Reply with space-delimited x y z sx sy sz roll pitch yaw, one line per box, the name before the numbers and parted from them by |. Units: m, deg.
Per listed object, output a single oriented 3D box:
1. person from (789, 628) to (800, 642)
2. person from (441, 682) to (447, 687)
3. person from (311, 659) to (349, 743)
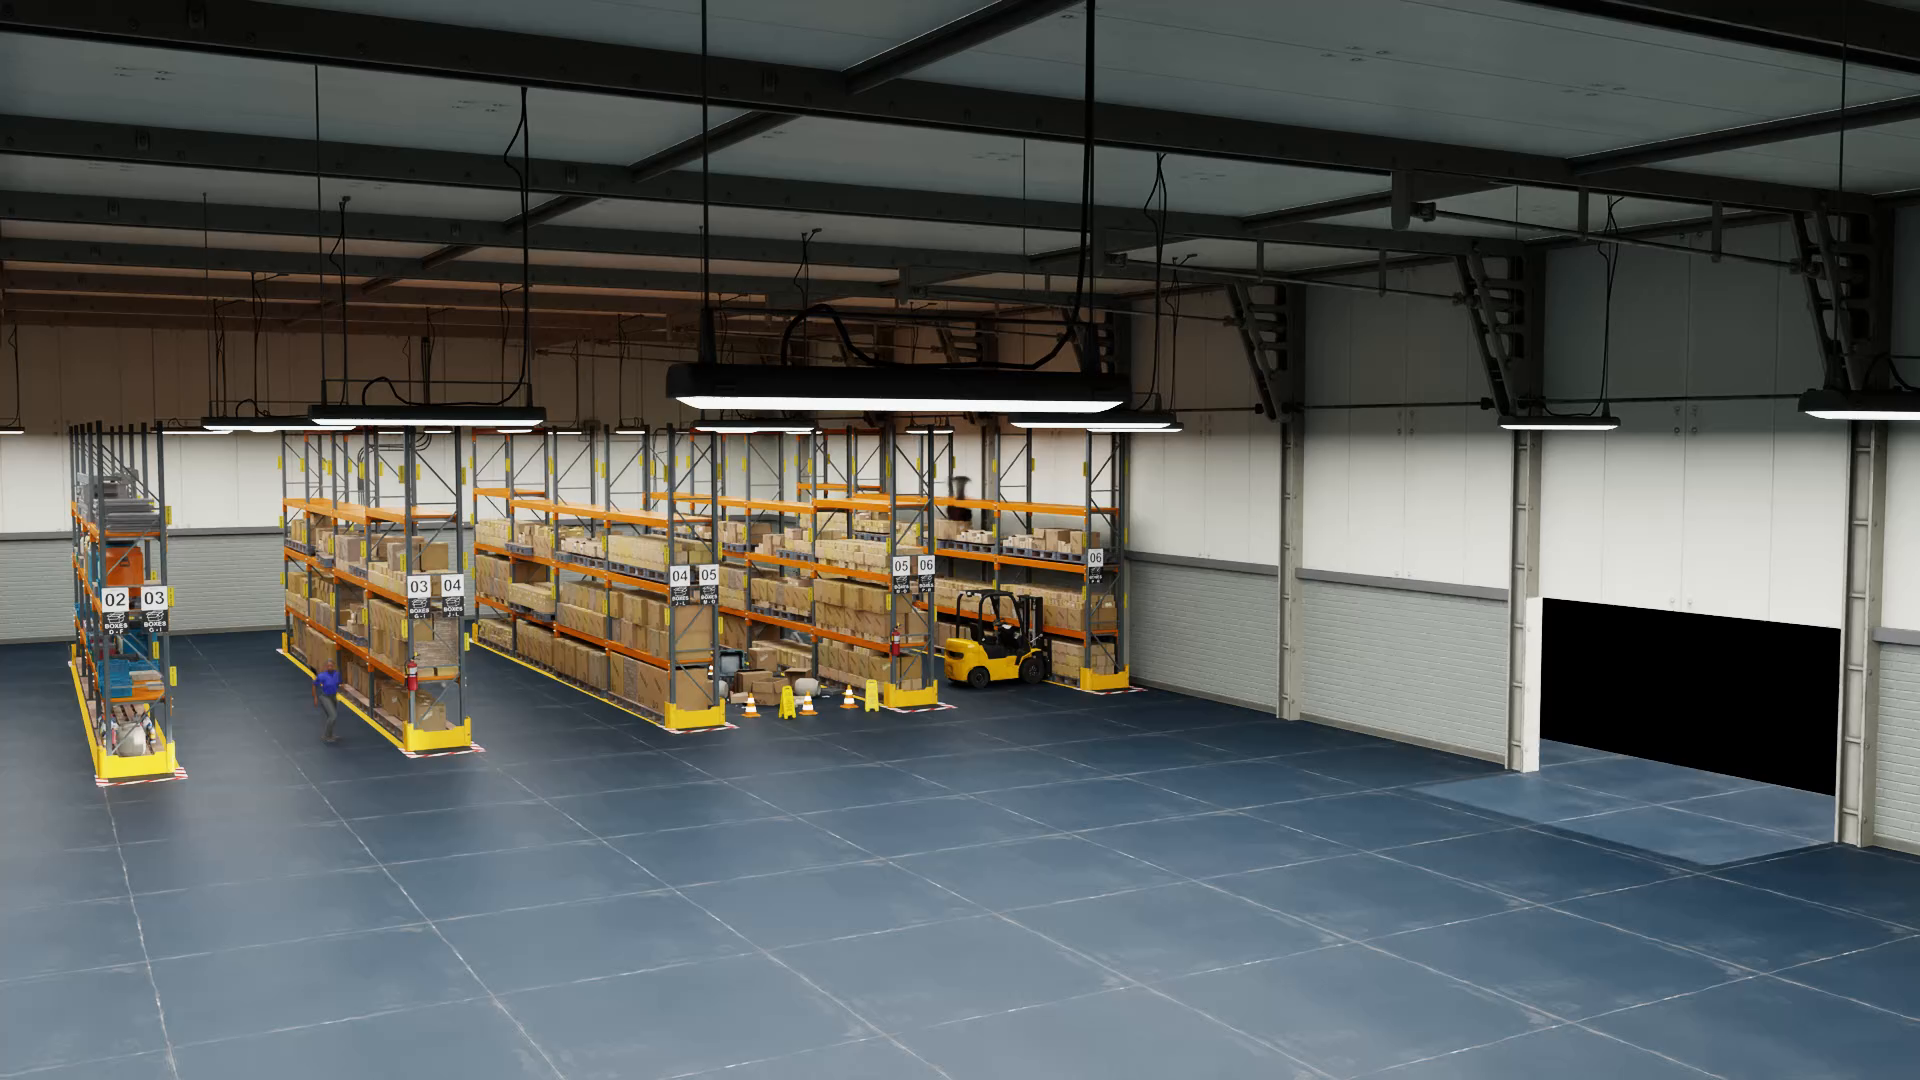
person | -4.594 2.162 45.590 0.611 1.515 1.057 -1 4 -18
person | -11.921 2.484 38.381 0.694 1.774 0.702 -2 4 -23
person | -11.830 3.027 31.350 0.777 1.622 0.599 1 4 19
